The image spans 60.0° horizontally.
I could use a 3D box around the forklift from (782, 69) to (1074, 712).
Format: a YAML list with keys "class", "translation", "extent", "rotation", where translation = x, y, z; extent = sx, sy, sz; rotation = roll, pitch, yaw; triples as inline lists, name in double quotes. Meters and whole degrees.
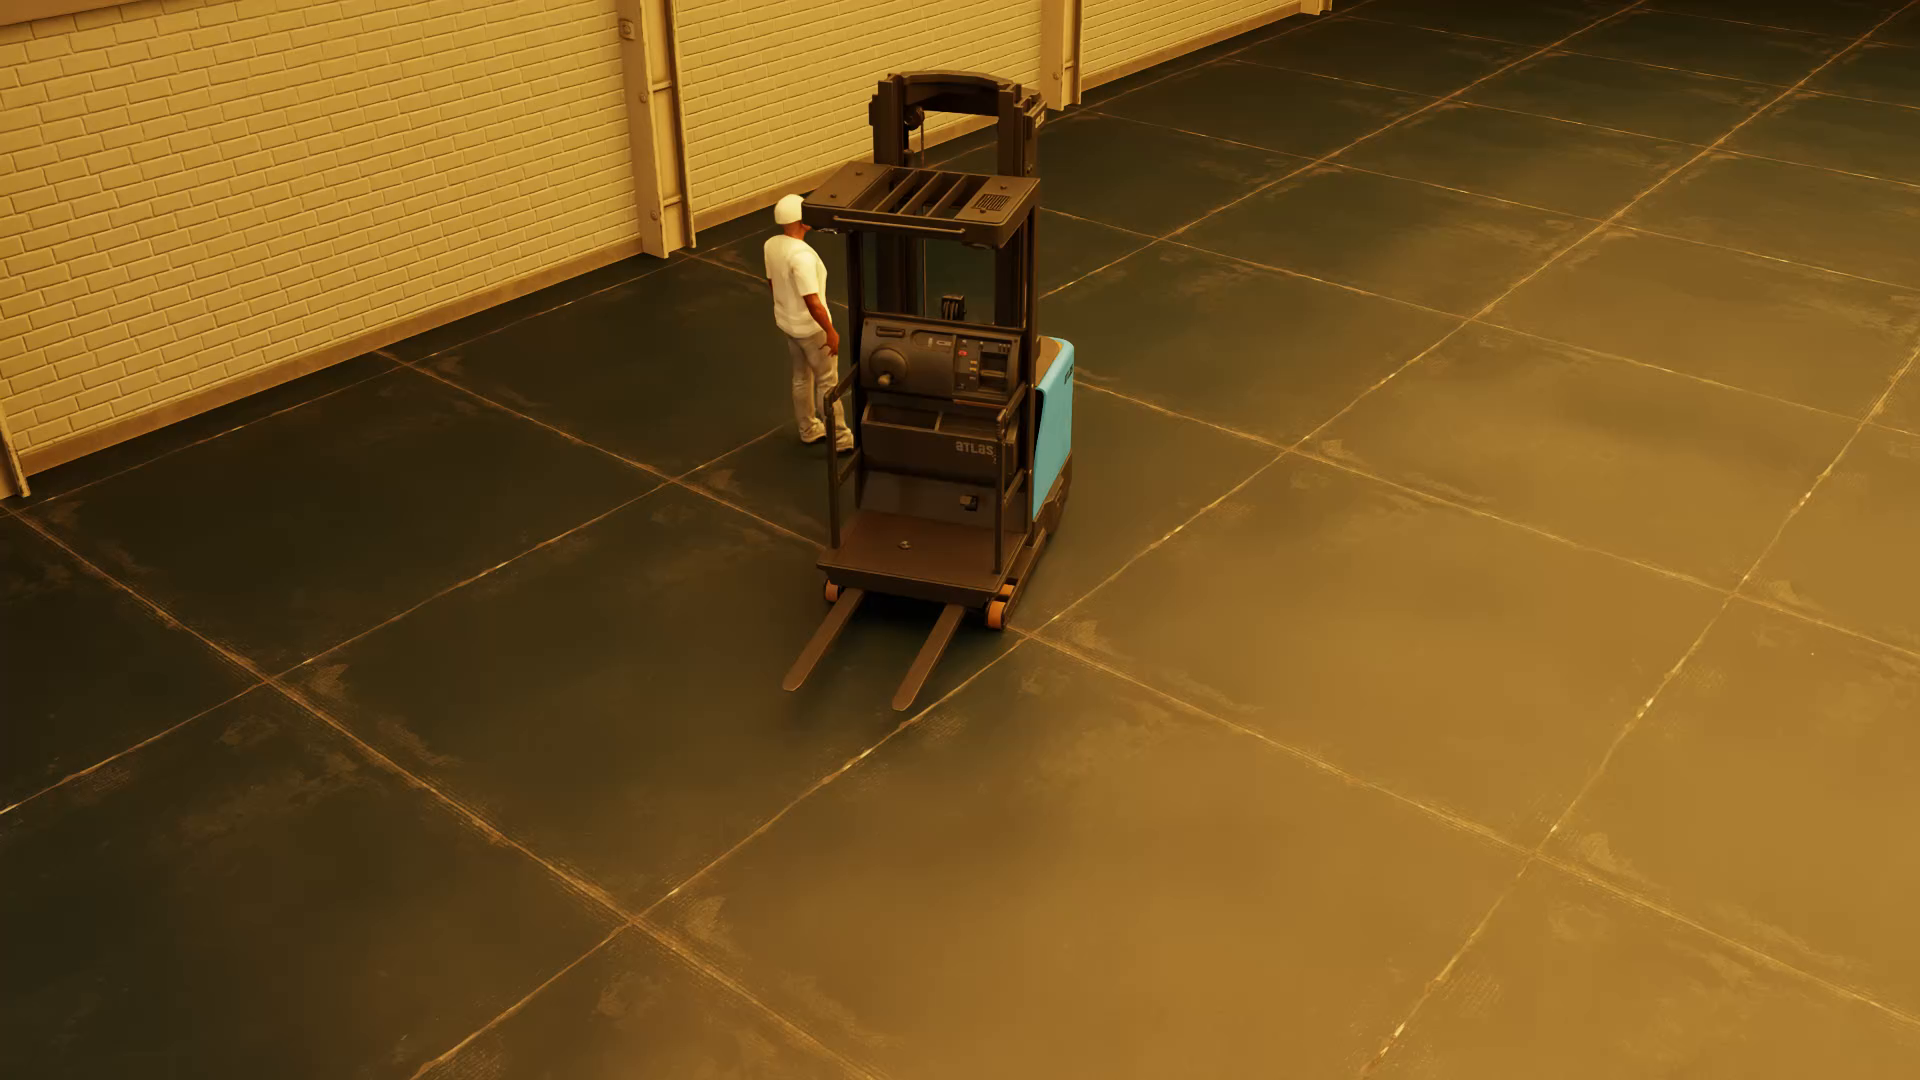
- class: "forklift"
  translation: [-0.176, -0.972, 9.258]
  extent: [1.130, 2.935, 3.031]
  rotation: [9, 31, 14]

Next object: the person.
- class: "person"
  translation: [-0.977, -1.471, 11.180]
  extent: [0.558, 1.770, 0.671]
  rotation: [-19, 35, -29]
